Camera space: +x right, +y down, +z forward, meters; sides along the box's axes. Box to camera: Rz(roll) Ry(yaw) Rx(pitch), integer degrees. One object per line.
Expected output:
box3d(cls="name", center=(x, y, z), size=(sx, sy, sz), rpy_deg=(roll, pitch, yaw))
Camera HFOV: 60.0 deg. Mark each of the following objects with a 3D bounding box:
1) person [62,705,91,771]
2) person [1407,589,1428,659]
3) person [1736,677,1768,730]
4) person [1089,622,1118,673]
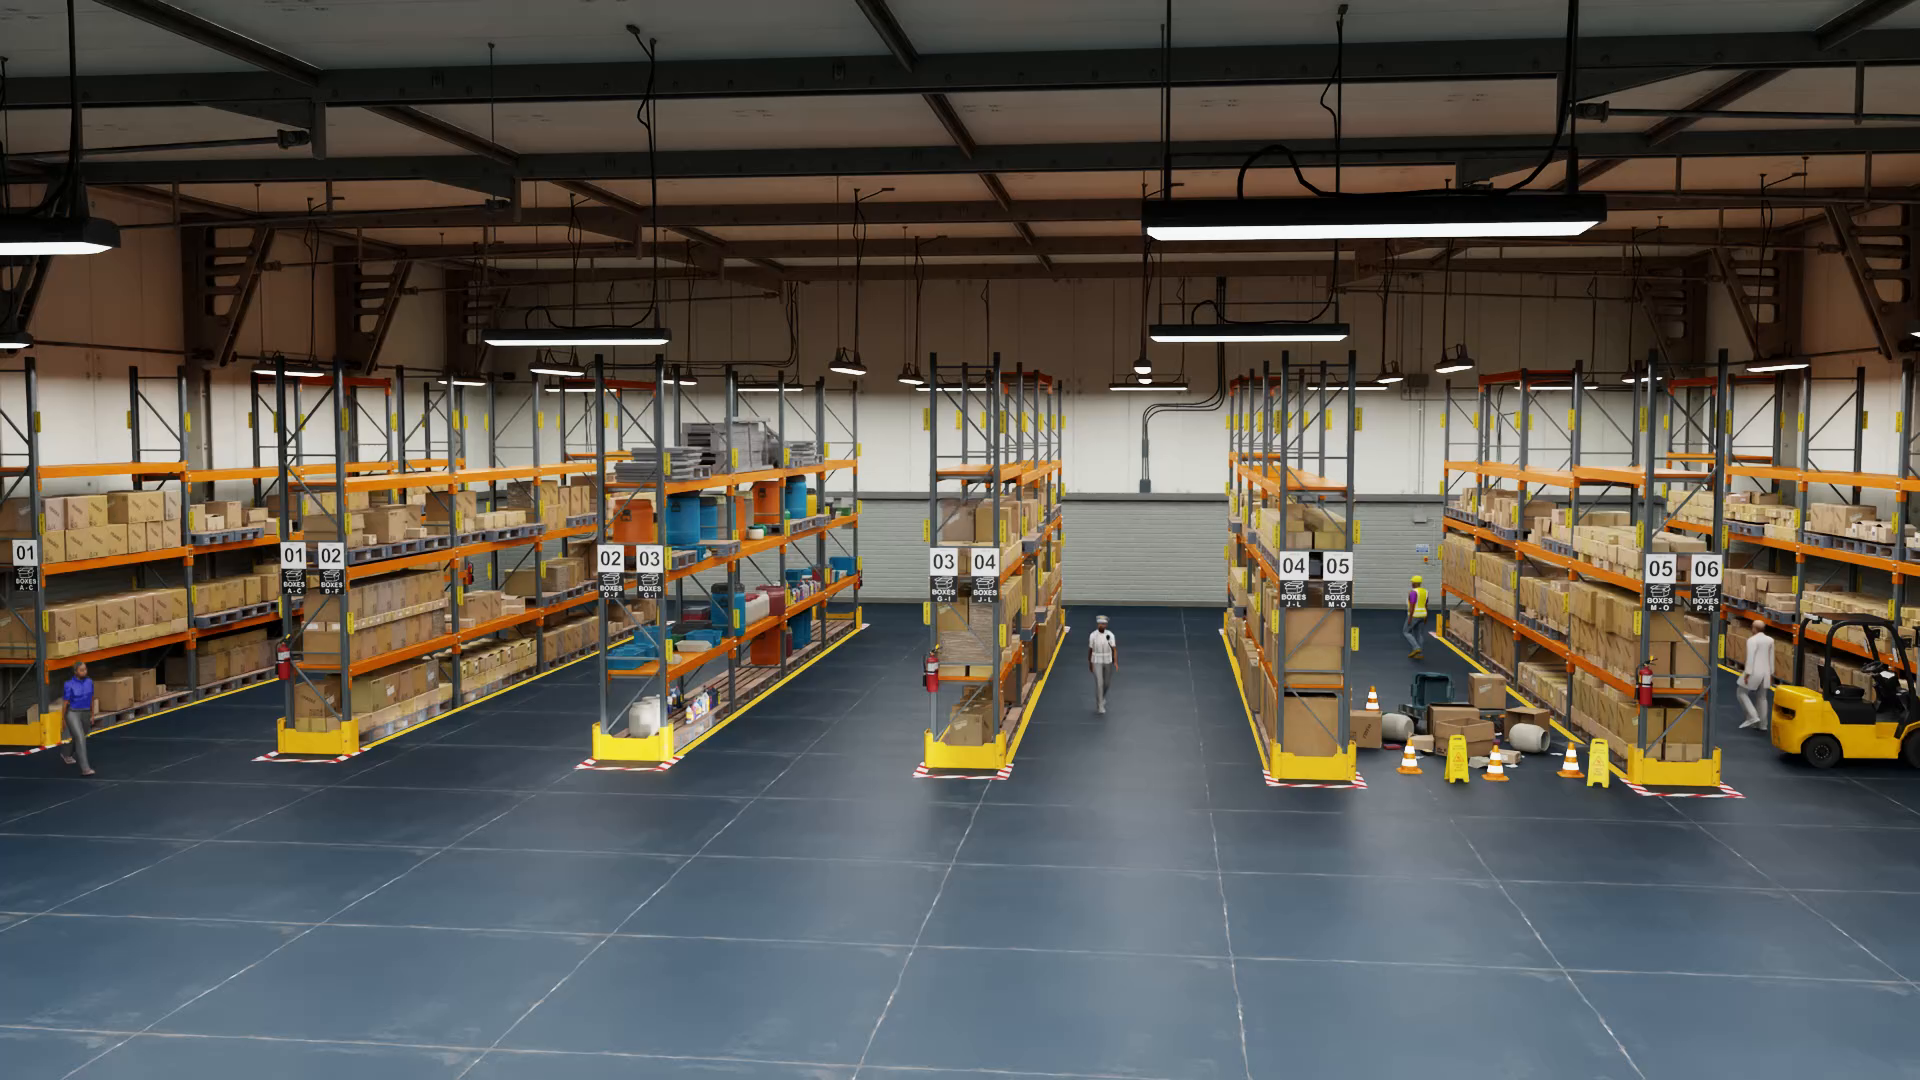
box3d(cls="person", center=(-12.680, 2.799, 23.807), size=(0.843, 0.921, 0.376), rpy_deg=(2, 5, 30))
box3d(cls="person", center=(9.700, 1.767, 35.195), size=(0.575, 1.495, 0.421), rpy_deg=(-3, 5, -36))
box3d(cls="person", center=(12.956, 2.313, 27.113), size=(0.455, 1.559, 0.447), rpy_deg=(-1, 4, -19))
box3d(cls="person", center=(2.491, 1.841, 28.754), size=(0.455, 0.989, 0.501), rpy_deg=(-1, 4, -8))
